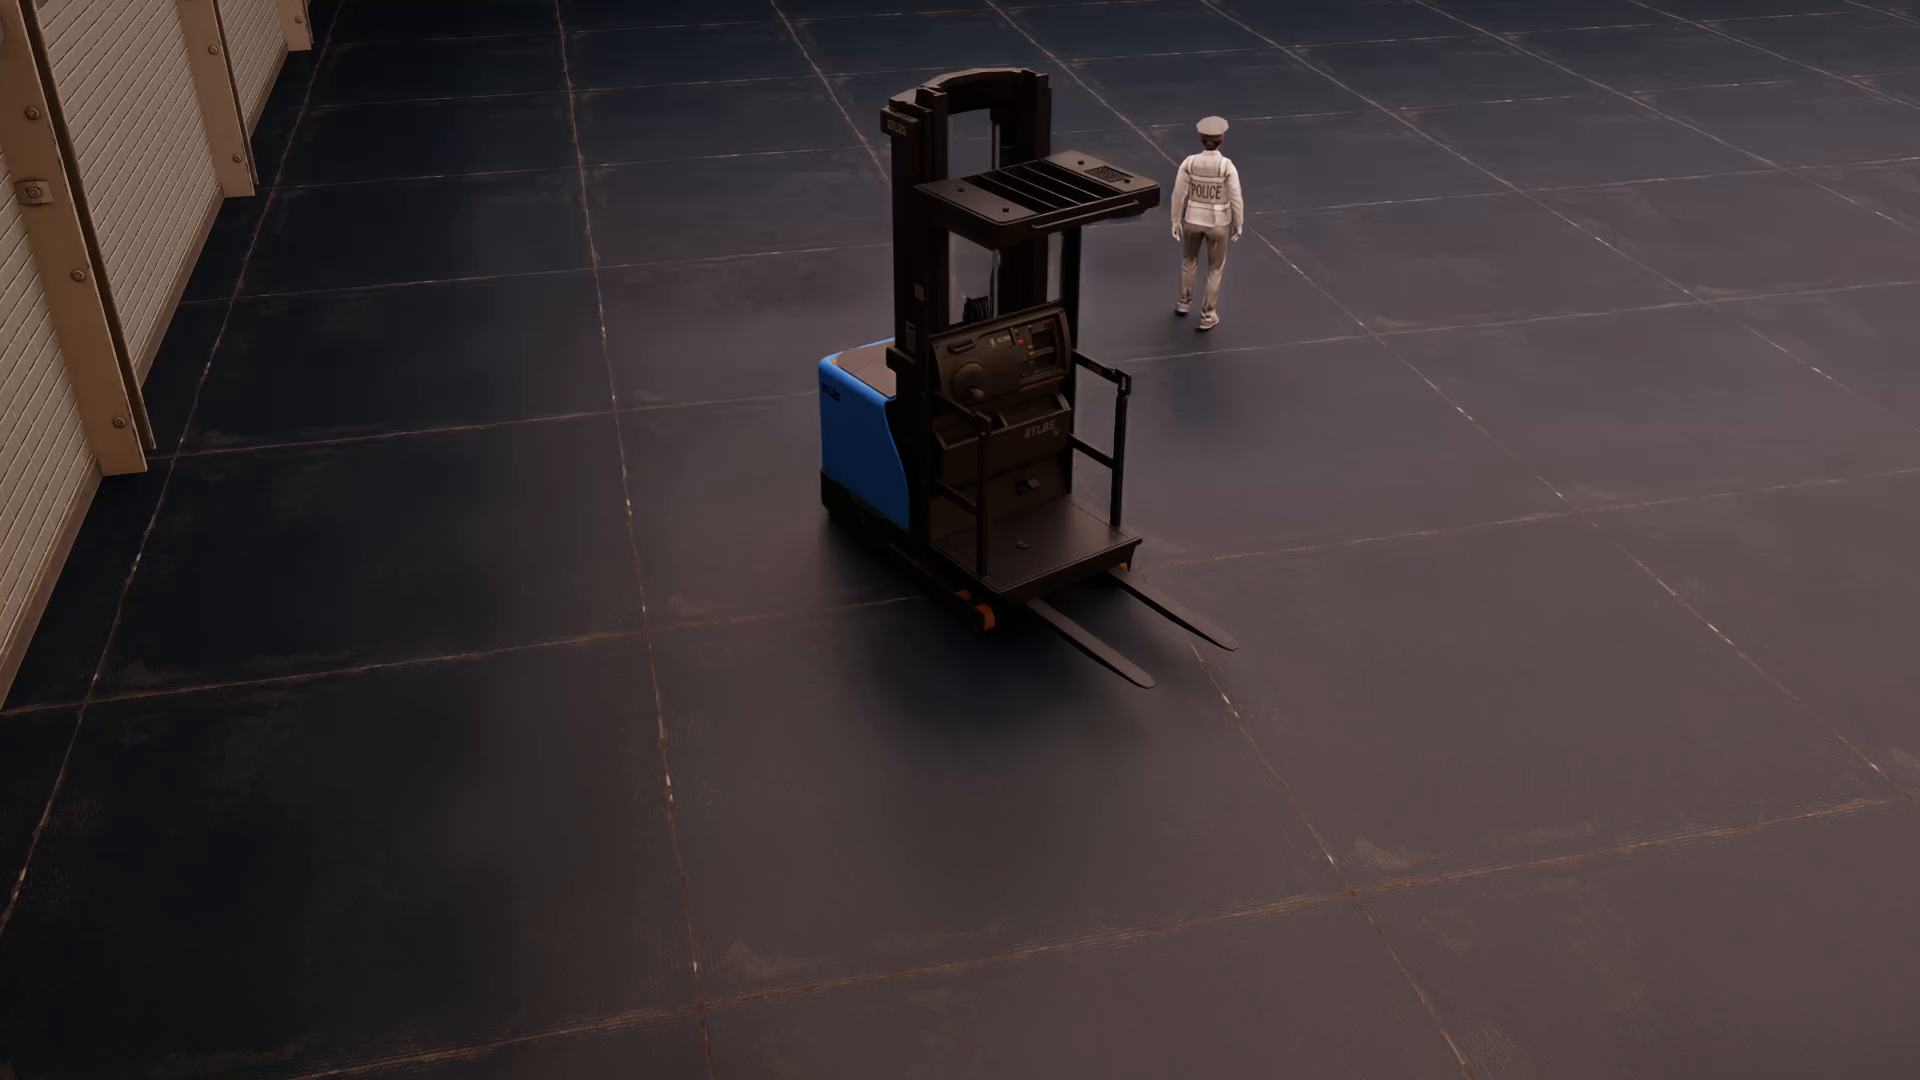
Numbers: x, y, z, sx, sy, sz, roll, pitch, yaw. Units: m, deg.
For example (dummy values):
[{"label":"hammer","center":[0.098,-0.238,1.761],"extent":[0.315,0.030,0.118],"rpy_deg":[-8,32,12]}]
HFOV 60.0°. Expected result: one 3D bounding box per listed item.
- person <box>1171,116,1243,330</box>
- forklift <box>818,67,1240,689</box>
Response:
[{"label":"person","center":[1.981,-2.513,13.233],"extent":[0.574,1.721,0.492],"rpy_deg":[13,32,21]},{"label":"forklift","center":[0.370,-1.011,9.320],"extent":[1.130,2.935,3.031],"rpy_deg":[-20,35,-30]}]
